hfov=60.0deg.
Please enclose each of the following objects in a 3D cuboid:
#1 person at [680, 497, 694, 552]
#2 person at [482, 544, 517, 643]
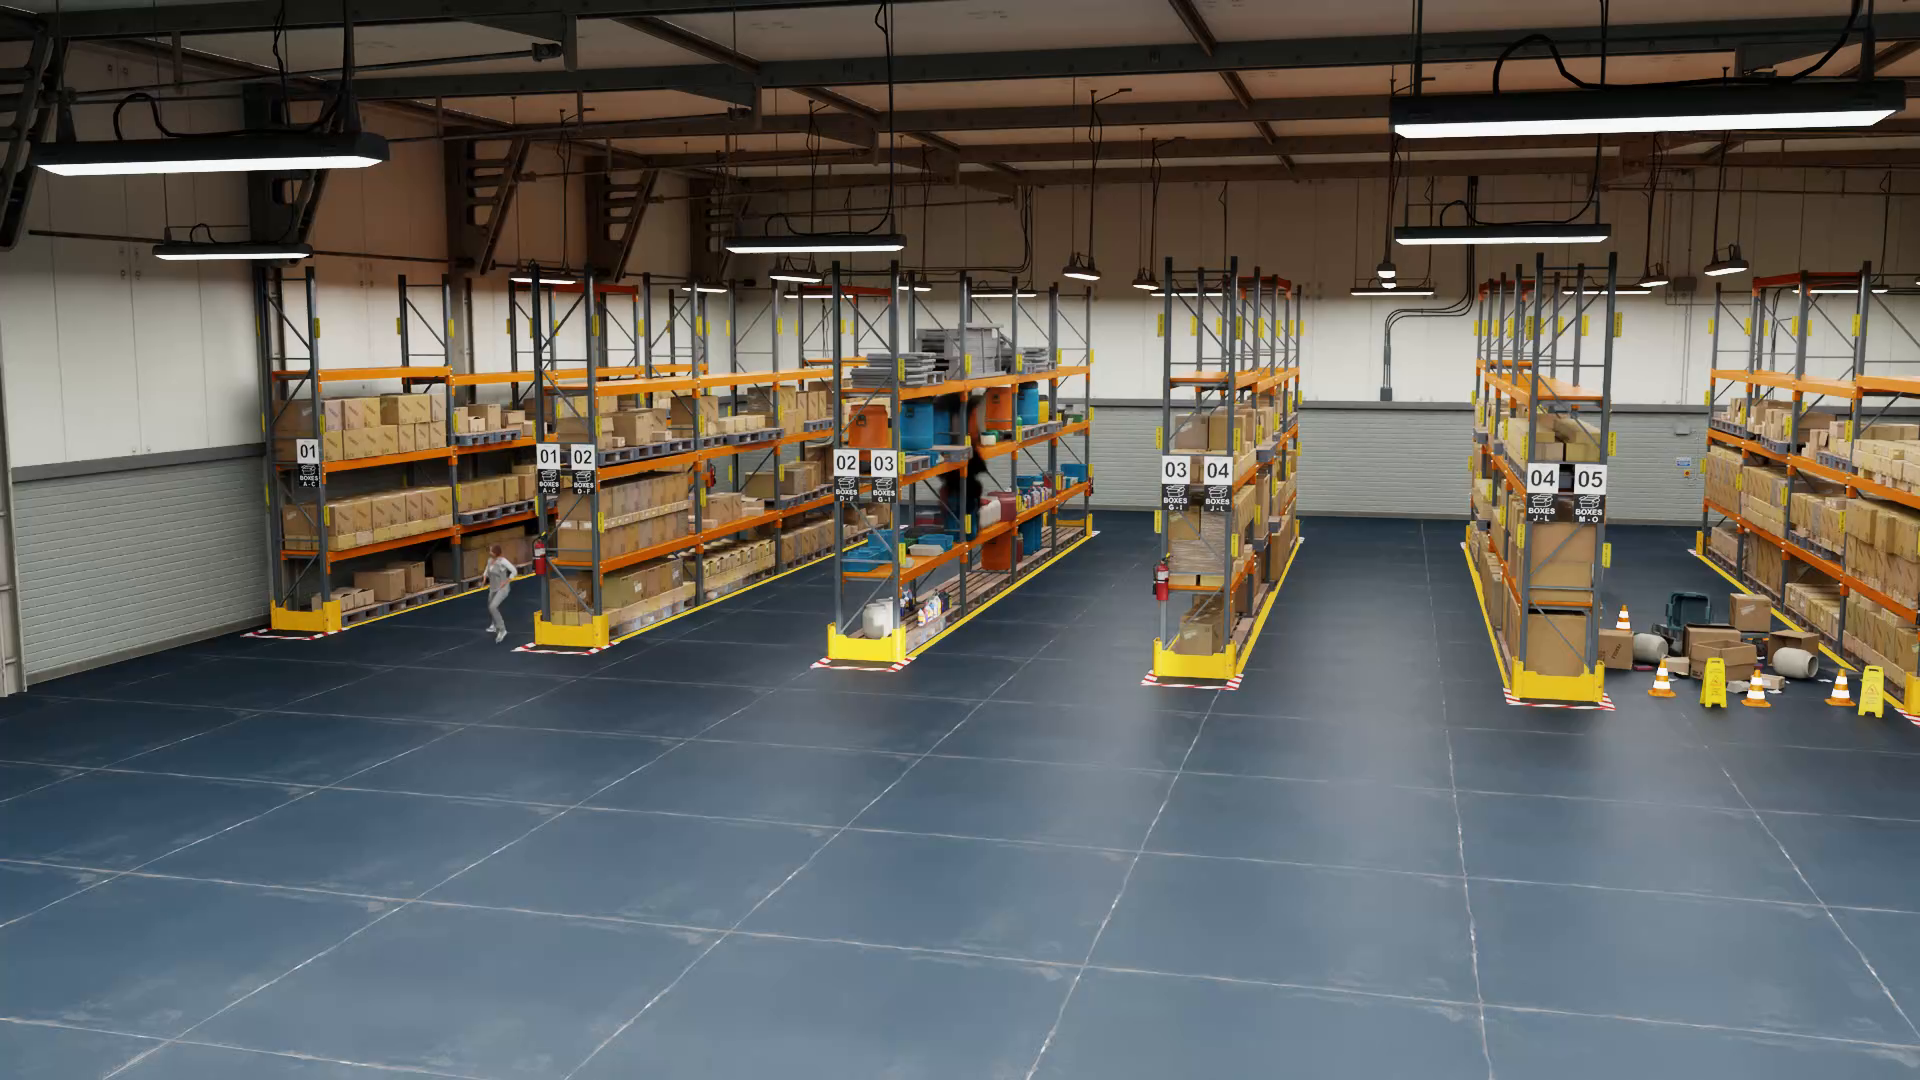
[{"bbox_3d":[-6.012,-0.364,36.076,0.569,1.617,0.554,2,7,12],"label":"person"},{"bbox_3d":[-7.513,0.844,26.925,0.752,1.549,0.584,4,8,29],"label":"person"}]
